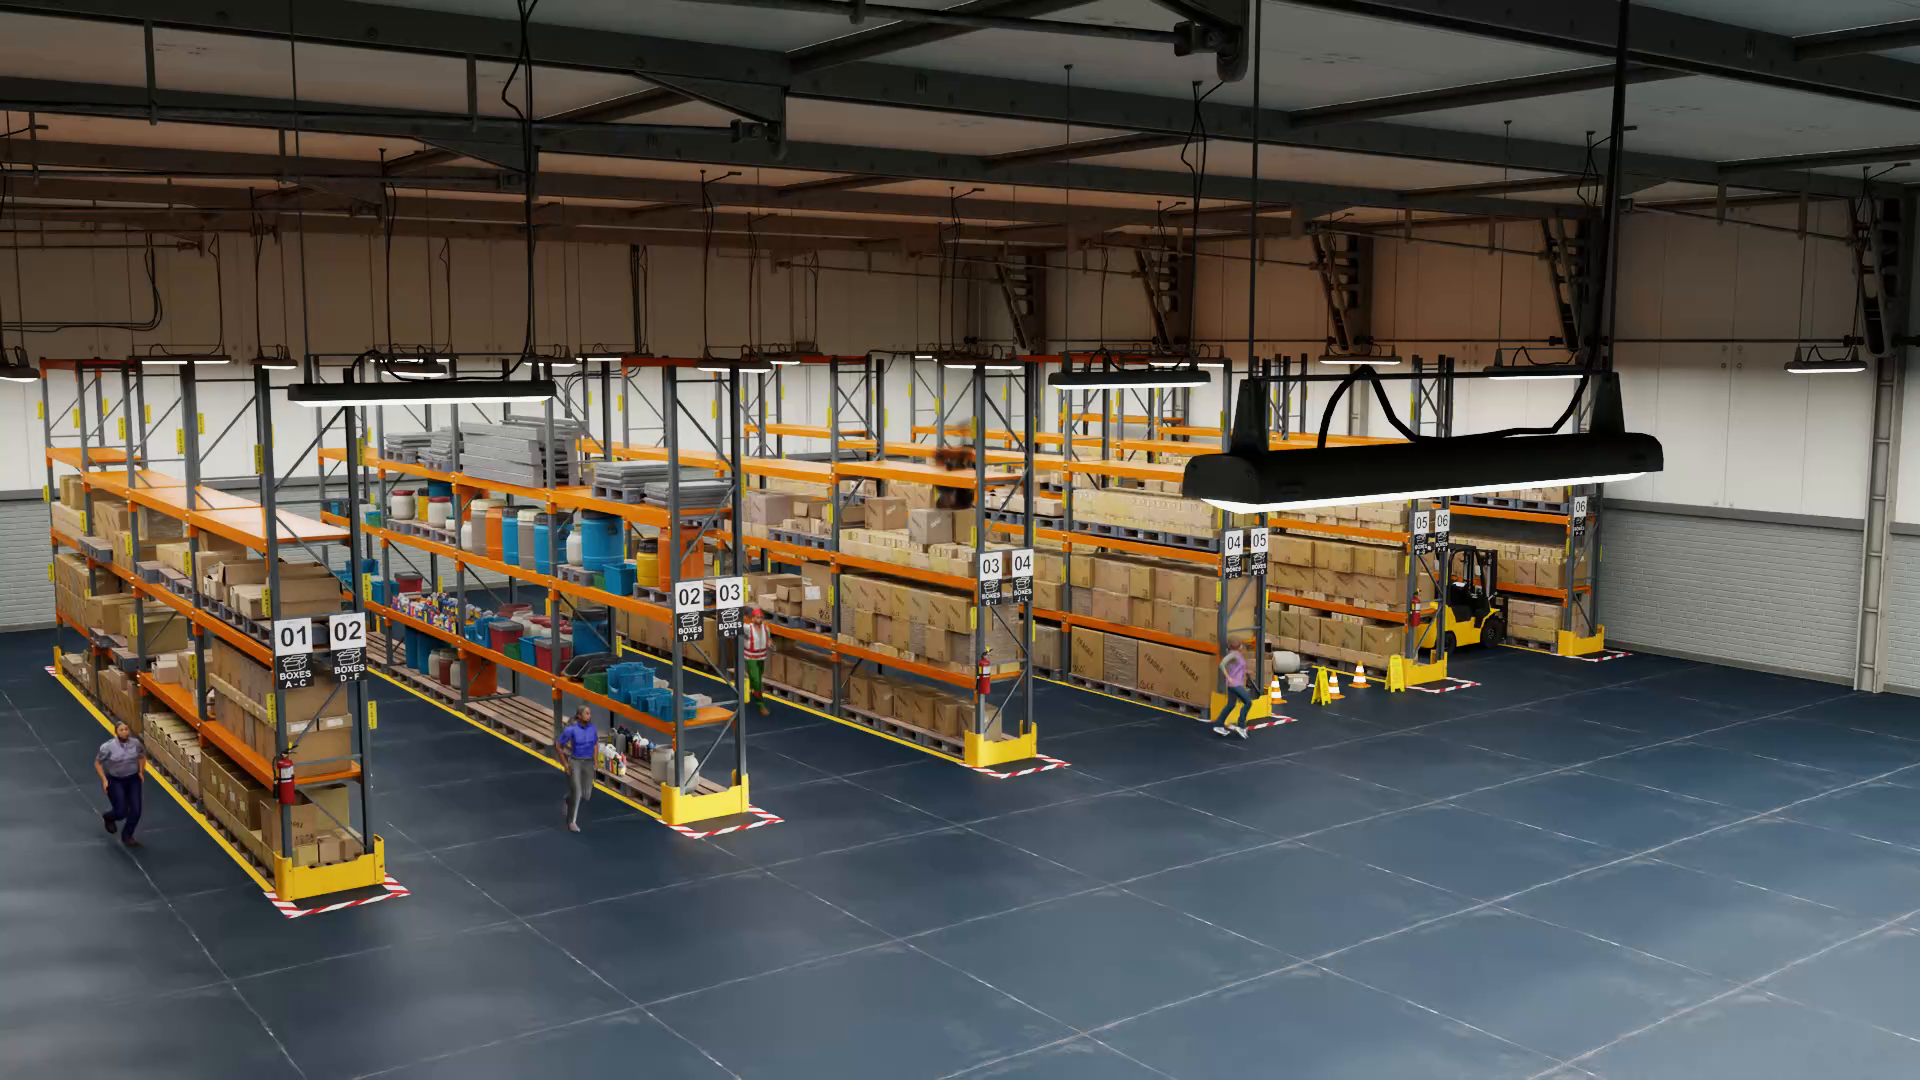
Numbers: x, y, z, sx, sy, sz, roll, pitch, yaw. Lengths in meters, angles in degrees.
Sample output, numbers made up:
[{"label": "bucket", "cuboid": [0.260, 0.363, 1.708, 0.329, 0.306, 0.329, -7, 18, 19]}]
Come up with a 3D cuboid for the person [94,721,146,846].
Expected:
[{"label": "person", "cuboid": [-10.528, 3.047, 20.910, 0.585, 1.598, 0.594, 6, 9, 43]}]

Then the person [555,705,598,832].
[{"label": "person", "cuboid": [-4.993, 2.955, 21.748, 0.615, 1.615, 0.585, -6, 9, -41]}]

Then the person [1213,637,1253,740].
[{"label": "person", "cuboid": [4.371, 2.359, 26.614, 0.622, 1.624, 0.546, 1, 7, 9]}]

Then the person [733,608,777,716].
[{"label": "person", "cuboid": [-3.514, 2.037, 28.391, 0.607, 1.792, 0.992, -6, 9, -41]}]
